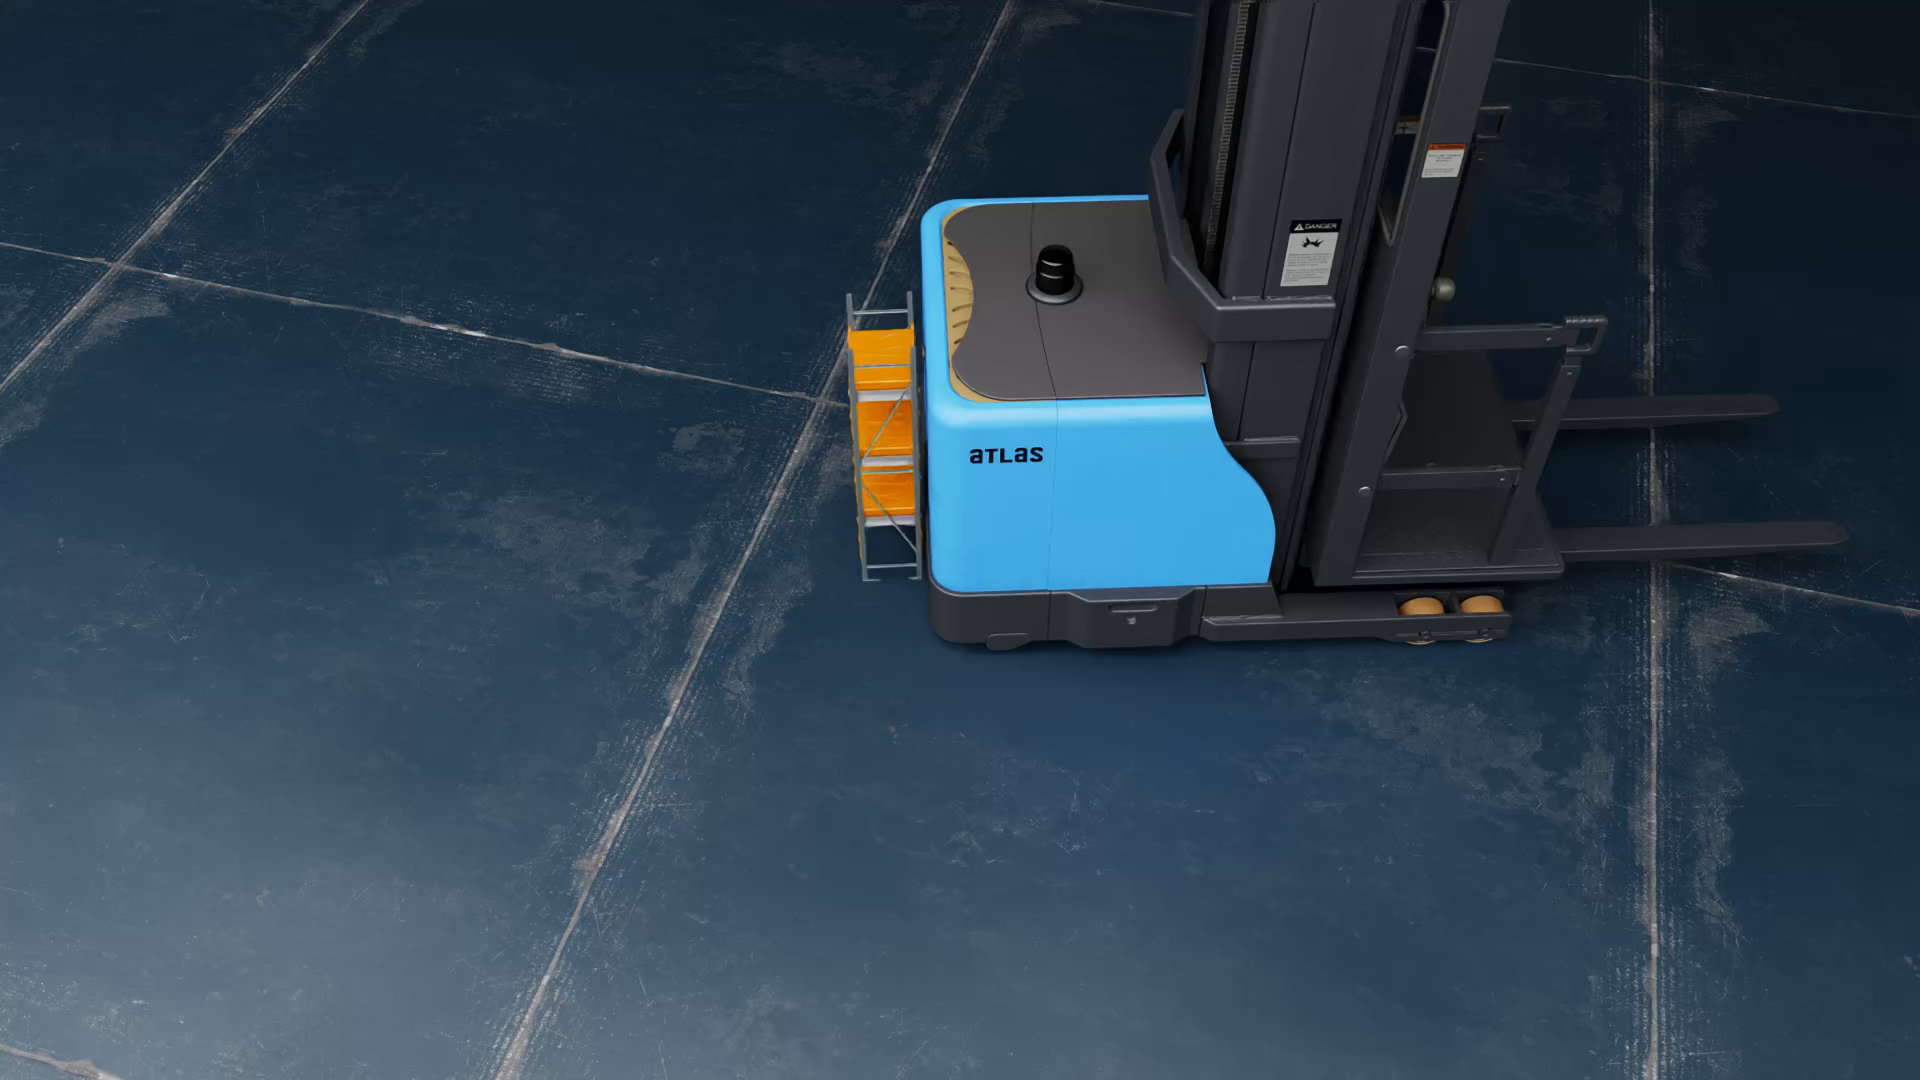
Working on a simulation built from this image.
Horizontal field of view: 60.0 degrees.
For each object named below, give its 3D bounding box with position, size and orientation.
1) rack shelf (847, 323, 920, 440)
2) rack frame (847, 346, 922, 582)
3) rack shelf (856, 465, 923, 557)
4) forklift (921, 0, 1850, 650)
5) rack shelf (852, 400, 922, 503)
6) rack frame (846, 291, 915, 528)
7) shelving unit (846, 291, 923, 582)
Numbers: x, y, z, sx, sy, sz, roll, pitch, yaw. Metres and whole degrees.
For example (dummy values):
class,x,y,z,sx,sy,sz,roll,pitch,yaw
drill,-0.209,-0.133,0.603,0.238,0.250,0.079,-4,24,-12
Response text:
class,x,y,z,sx,sy,sz,roll,pitch,yaw
rack shelf,-0.236,-0.485,5.113,0.215,0.259,0.240,-2,49,-2
rack frame,-0.229,-0.213,5.238,0.200,1.050,0.008,-2,49,-2
rack shelf,-0.236,-0.113,5.534,0.215,0.259,0.240,-2,49,-2
forklift,1.395,-1.026,4.701,3.031,2.935,1.130,-2,49,-2
rack shelf,-0.236,-0.297,5.326,0.215,0.259,0.240,-2,49,-2
rack frame,-0.243,-0.395,5.399,0.200,1.050,0.008,-2,49,-2
shelving unit,-0.236,-0.304,5.318,0.215,1.050,0.252,-2,49,-2
